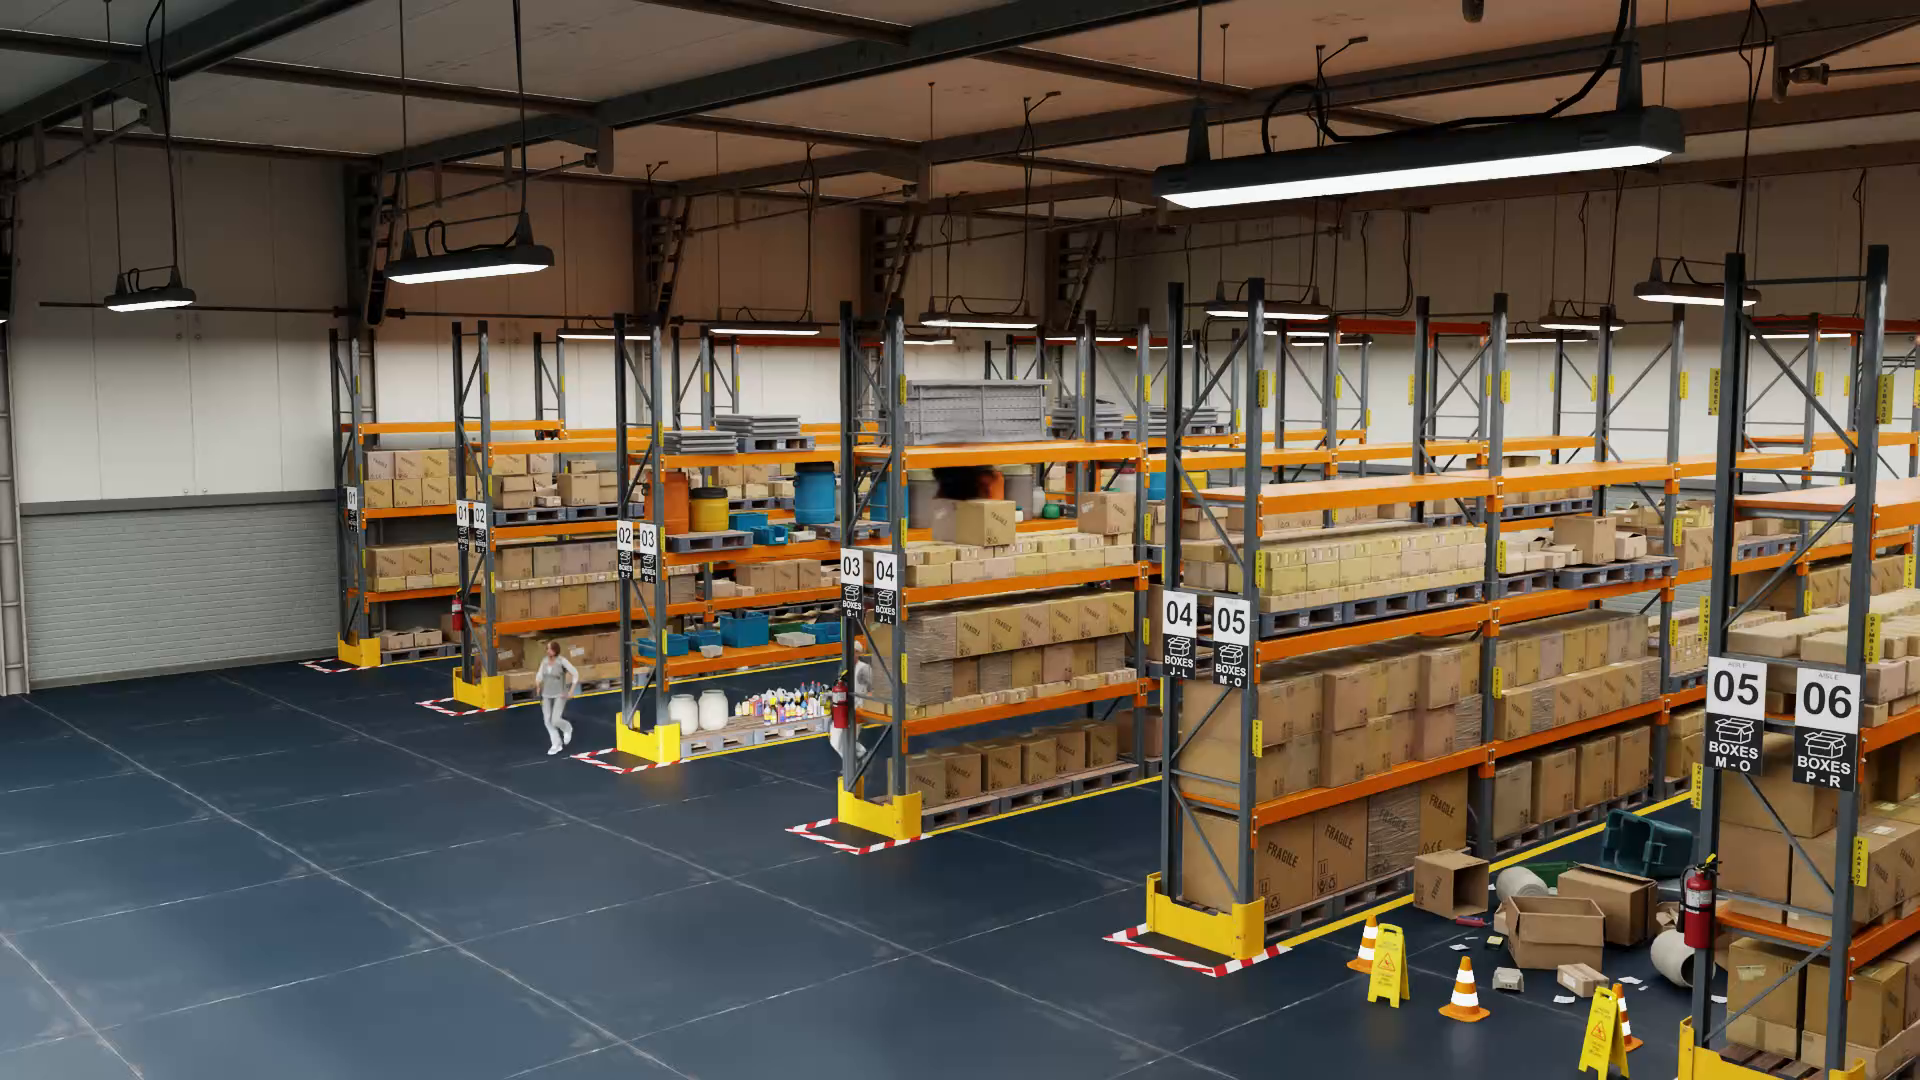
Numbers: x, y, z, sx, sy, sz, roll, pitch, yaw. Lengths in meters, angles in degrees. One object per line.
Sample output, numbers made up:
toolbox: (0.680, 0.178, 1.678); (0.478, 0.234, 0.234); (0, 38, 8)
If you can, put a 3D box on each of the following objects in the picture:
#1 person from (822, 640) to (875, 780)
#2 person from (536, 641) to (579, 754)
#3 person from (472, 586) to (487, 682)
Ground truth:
person: (-1.335, 2.085, 20.332); (0.651, 1.738, 0.588); (5, 8, 42)
person: (-5.534, 2.149, 22.763); (0.581, 1.561, 0.571); (1, 6, 12)
person: (-7.953, 1.579, 28.084); (1.119, 1.667, 0.547); (-5, 8, -44)
